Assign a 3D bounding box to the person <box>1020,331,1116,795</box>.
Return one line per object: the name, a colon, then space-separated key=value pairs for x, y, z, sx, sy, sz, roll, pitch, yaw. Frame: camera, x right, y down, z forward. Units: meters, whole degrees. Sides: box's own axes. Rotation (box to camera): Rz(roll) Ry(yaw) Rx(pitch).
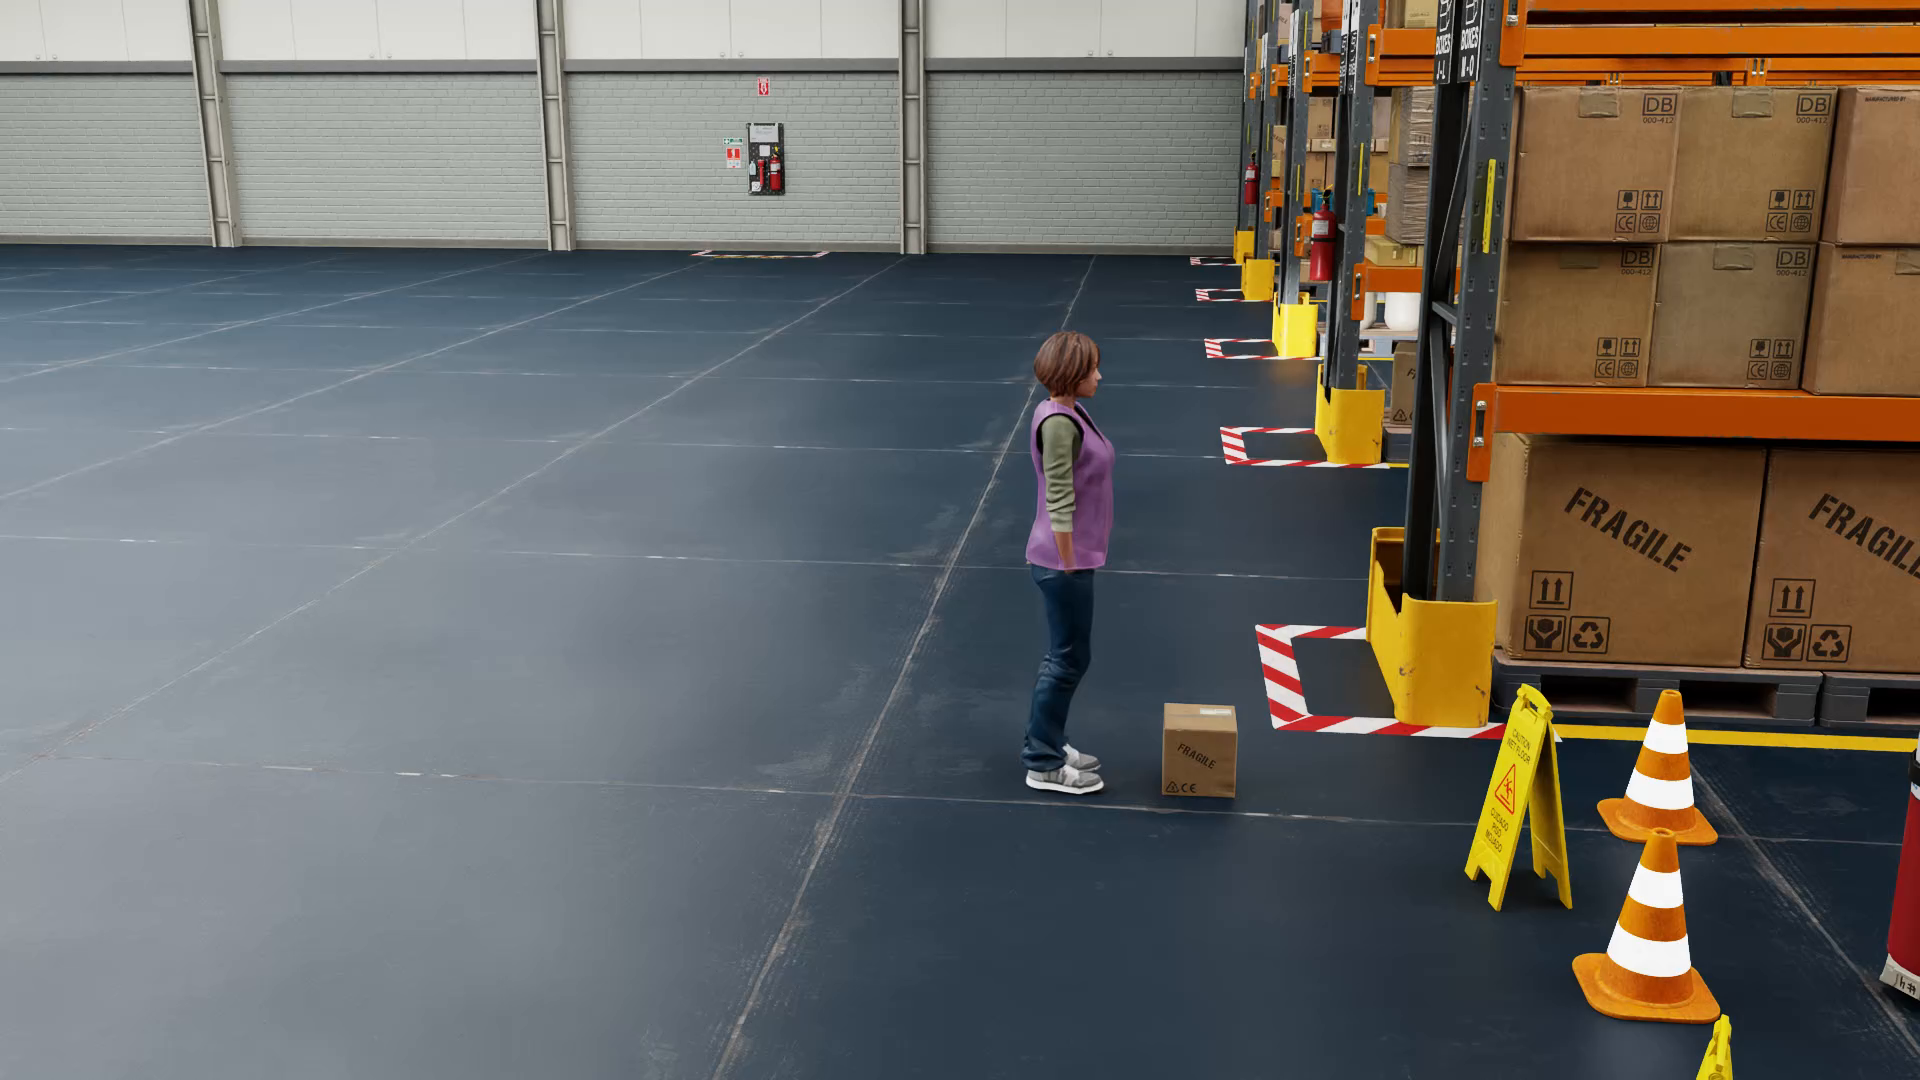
person: x=0.377 y=0.088 z=5.754 sx=0.300 sy=1.598 sz=0.406 roll=2 pitch=15 yaw=8
